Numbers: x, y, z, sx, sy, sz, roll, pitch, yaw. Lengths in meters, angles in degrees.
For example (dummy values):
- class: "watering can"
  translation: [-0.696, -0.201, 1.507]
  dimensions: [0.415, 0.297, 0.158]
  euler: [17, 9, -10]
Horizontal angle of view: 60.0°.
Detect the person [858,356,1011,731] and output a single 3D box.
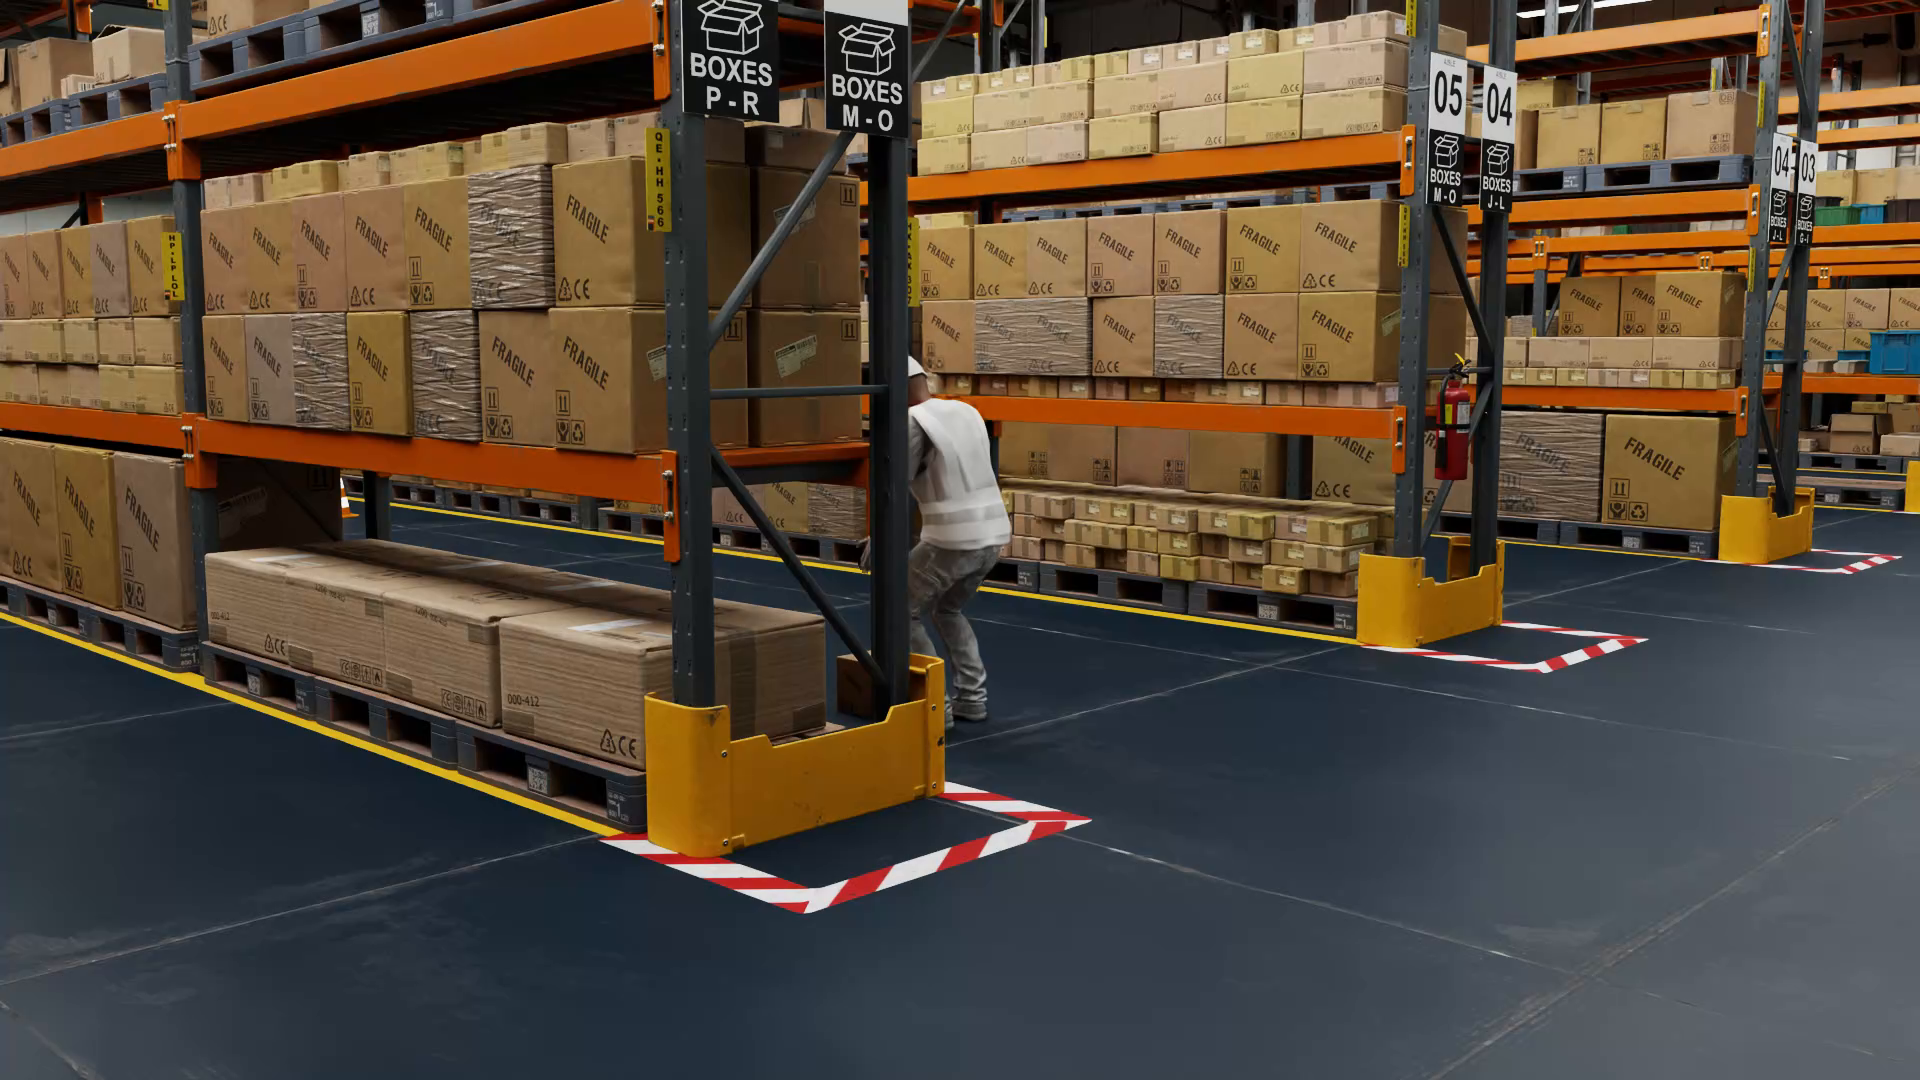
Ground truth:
- class: "person"
  translation: [-0.111, 0.007, 7.281]
  dimensions: [0.606, 1.624, 0.598]
  euler: [5, 9, 37]
